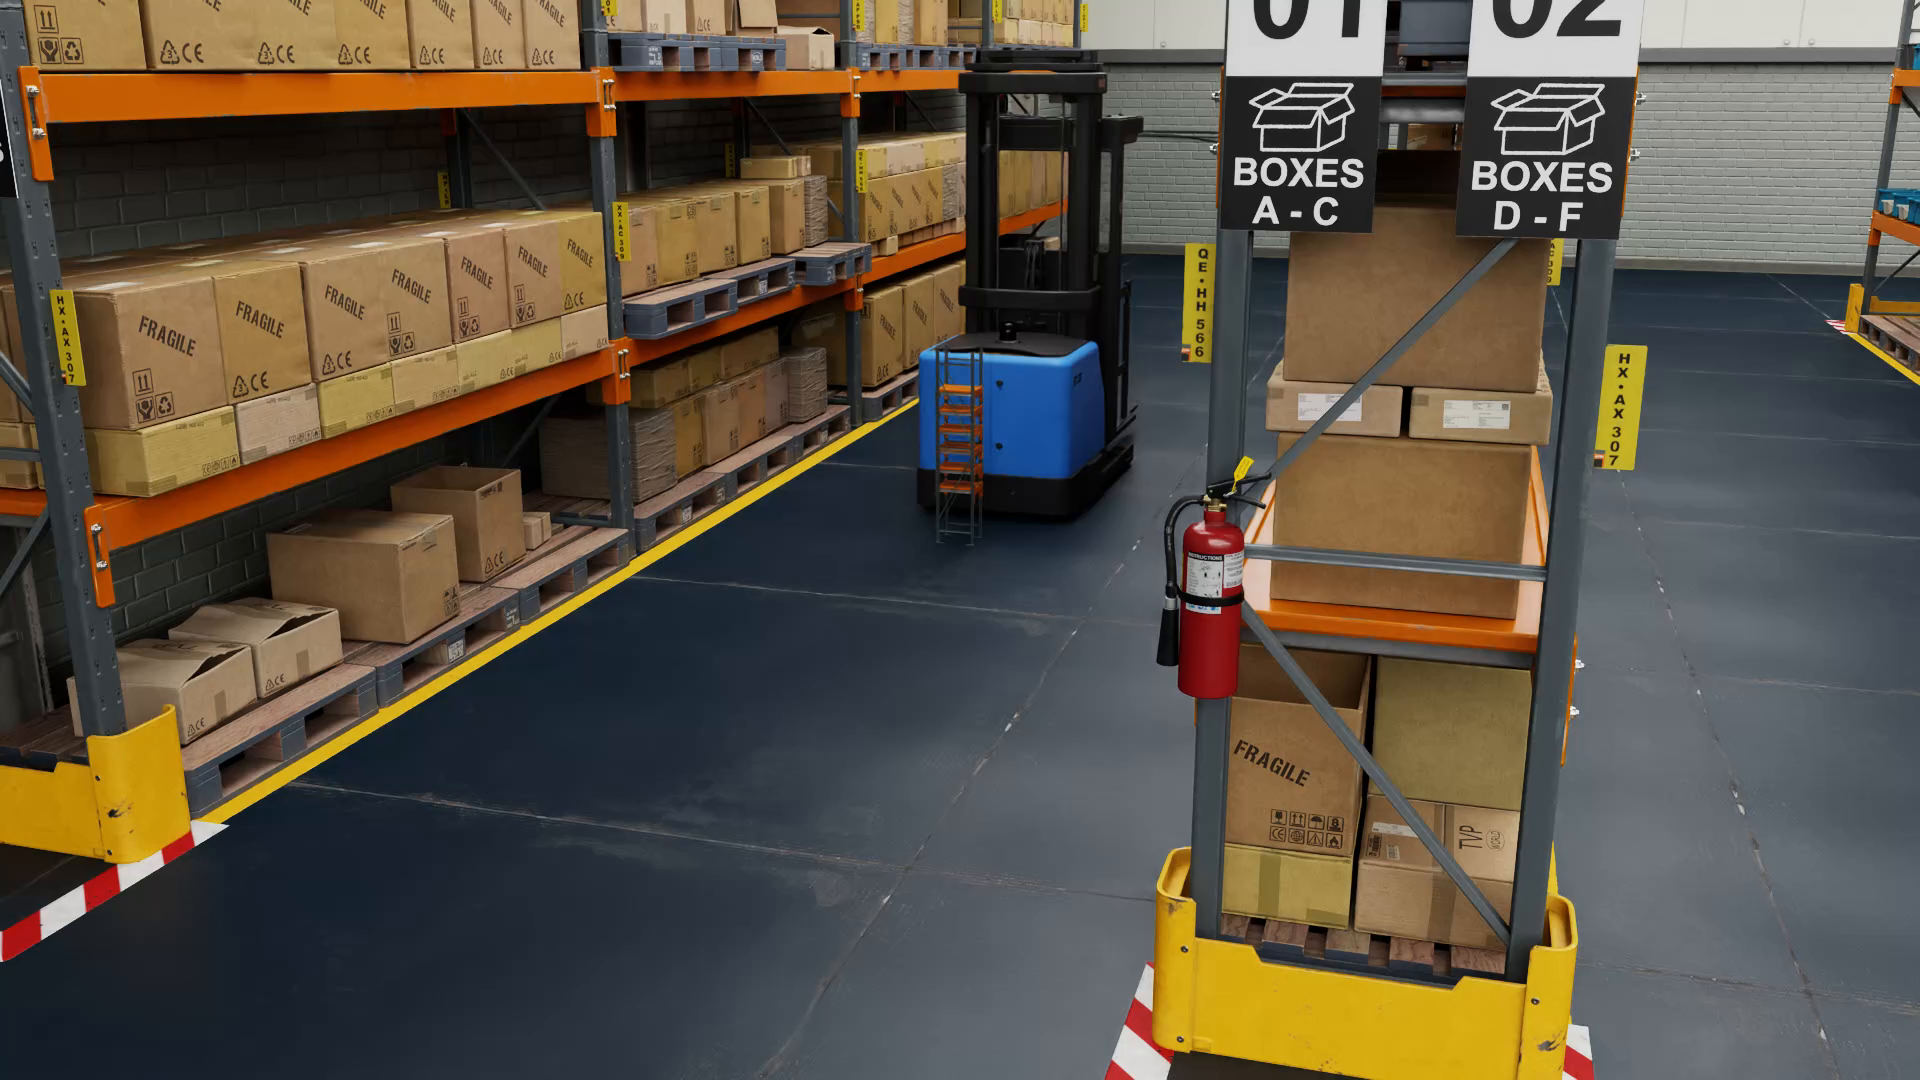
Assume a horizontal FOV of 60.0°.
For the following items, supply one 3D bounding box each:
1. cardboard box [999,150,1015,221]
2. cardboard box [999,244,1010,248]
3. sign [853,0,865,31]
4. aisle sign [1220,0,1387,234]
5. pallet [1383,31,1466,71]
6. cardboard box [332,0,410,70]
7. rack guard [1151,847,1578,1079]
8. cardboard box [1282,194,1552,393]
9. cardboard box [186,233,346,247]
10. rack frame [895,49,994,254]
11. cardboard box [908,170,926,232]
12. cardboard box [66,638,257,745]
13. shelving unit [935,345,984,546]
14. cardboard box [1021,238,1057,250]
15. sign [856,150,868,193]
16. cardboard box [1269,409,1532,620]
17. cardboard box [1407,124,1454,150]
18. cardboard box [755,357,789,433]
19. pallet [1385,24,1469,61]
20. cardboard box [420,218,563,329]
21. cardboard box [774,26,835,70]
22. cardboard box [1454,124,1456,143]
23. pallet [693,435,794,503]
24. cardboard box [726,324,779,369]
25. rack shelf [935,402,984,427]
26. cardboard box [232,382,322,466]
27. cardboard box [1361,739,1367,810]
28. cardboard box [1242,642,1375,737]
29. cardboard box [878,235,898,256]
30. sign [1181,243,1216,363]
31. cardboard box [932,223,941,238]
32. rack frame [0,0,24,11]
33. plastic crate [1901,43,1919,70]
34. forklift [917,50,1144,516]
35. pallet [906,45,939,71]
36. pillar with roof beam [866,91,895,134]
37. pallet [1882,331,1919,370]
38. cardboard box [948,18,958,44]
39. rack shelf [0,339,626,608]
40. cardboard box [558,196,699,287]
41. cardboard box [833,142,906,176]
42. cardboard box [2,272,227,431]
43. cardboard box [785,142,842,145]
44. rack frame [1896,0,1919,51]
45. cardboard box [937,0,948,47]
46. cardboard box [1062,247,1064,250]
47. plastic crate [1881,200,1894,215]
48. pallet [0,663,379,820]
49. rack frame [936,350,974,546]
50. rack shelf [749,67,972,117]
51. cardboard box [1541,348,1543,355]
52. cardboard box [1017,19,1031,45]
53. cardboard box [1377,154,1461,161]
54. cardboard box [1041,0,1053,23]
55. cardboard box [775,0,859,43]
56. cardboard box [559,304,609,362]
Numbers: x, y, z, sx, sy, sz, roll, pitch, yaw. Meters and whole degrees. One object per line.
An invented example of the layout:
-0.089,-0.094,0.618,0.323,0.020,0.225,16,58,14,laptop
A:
0.009,-3.740,17.470,0.980,0.700,0.700,5,17,17,cardboard box
0.358,-3.339,19.227,0.380,0.149,0.250,5,17,16,cardboard box
-0.778,-4.058,12.695,0.100,0.325,0.005,5,16,16,sign
0.880,-1.189,4.260,0.394,0.787,0.004,5,16,16,aisle sign
2.555,-2.562,8.719,0.805,0.209,1.217,4,16,14,pallet
-2.774,-2.301,7.226,0.500,0.500,0.500,6,17,19,cardboard box
1.173,1.276,4.914,1.175,0.500,0.348,5,16,16,rack guard
1.340,-0.740,4.881,0.700,0.500,0.500,5,16,16,cardboard box
-3.202,-1.152,7.759,0.500,0.500,0.500,5,17,17,cardboard box
-0.160,-3.455,17.015,1.000,3.000,0.127,5,16,16,rack frame
-0.614,-2.983,14.584,0.500,0.500,0.500,5,16,16,cardboard box
-3.288,0.592,6.867,0.500,0.311,0.500,3,16,10,cardboard box
-0.004,-0.573,10.152,0.258,1.200,0.189,5,16,16,shelving unit
0.940,-3.508,19.822,0.380,0.149,0.250,5,17,17,cardboard box
-0.774,-2.888,13.038,0.100,0.325,0.005,5,16,16,sign
1.325,-0.102,5.009,0.700,0.500,0.500,5,16,16,cardboard box
4.486,-3.754,16.051,0.500,0.500,0.500,5,17,16,cardboard box
-1.710,-1.100,12.485,0.700,0.500,0.500,5,16,16,cardboard box
2.099,-2.155,7.094,1.003,0.211,1.213,5,16,16,pallet
-2.408,-1.382,8.569,0.500,0.500,0.500,5,16,16,cardboard box
-1.243,-3.609,12.187,0.500,0.311,0.500,5,16,16,cardboard box
5.207,-4.415,18.382,0.500,0.500,0.500,5,17,16,cardboard box
-1.869,-0.545,11.864,1.003,0.211,1.213,5,16,16,pallet
-1.674,-1.442,12.317,0.500,0.250,0.500,5,17,17,cardboard box
-0.004,-0.762,10.099,0.258,0.103,0.180,5,16,16,rack shelf
-2.994,-0.493,6.810,0.500,0.250,0.500,4,16,14,cardboard box
1.180,0.893,5.953,0.500,0.250,0.500,5,16,16,cardboard box
1.317,0.401,6.313,0.500,0.500,0.500,5,16,16,cardboard box
-0.745,-2.494,14.049,0.380,0.149,0.250,5,17,18,cardboard box
0.664,-0.649,4.566,0.100,0.325,0.005,5,16,16,sign
-0.388,-2.905,15.497,0.380,0.149,0.250,4,16,14,cardboard box
-3.571,-3.202,5.128,1.000,3.000,0.127,5,16,16,rack frame
10.098,-5.035,17.325,0.497,0.269,0.590,5,16,16,plastic crate
0.647,-1.925,11.745,1.130,2.935,3.031,5,17,17,forklift
-0.850,-4.227,14.582,1.003,0.211,1.213,5,17,18,pallet
3.337,-6.258,15.901,9.100,9.000,0.400,5,16,16,pillar with roof beam
9.855,-1.861,16.504,1.003,0.211,1.213,5,16,16,pallet
-0.191,-5.274,17.250,0.500,0.250,0.500,5,17,16,cardboard box
-3.002,-0.493,7.889,1.077,0.370,4.000,5,16,16,rack shelf
-2.091,-1.898,10.536,0.700,0.500,0.500,6,17,22,cardboard box
-0.769,-3.210,14.010,0.500,0.250,0.500,4,16,15,cardboard box
-3.147,-0.716,6.220,0.500,0.500,0.500,5,16,16,cardboard box
-1.266,-3.245,14.132,0.500,0.250,0.500,4,16,14,cardboard box
10.475,-6.620,17.177,1.000,3.000,0.127,5,16,16,rack frame
-0.516,-4.937,15.750,0.700,0.500,0.500,4,16,13,cardboard box
0.873,-3.310,20.315,0.700,0.500,0.500,5,16,16,cardboard box
9.919,-3.519,17.613,0.250,0.136,0.298,5,16,16,plastic crate
-3.284,0.796,7.136,1.003,0.211,1.213,5,16,16,pallet
-0.030,-0.550,10.068,0.240,1.200,0.006,5,16,16,rack frame
-0.729,-4.029,14.859,1.077,0.370,4.000,5,16,16,rack shelf
1.716,-0.579,5.502,0.380,0.149,0.250,4,16,15,cardboard box
0.447,-5.369,17.586,0.500,0.250,0.500,4,16,15,cardboard box
2.054,-1.403,7.217,0.700,0.500,0.500,5,16,16,cardboard box
0.737,-6.004,18.450,0.500,0.500,0.500,4,16,13,cardboard box
-1.217,-4.241,13.297,0.700,0.500,0.500,3,16,12,cardboard box
-2.278,-1.152,9.134,0.500,0.250,0.500,5,16,16,cardboard box
